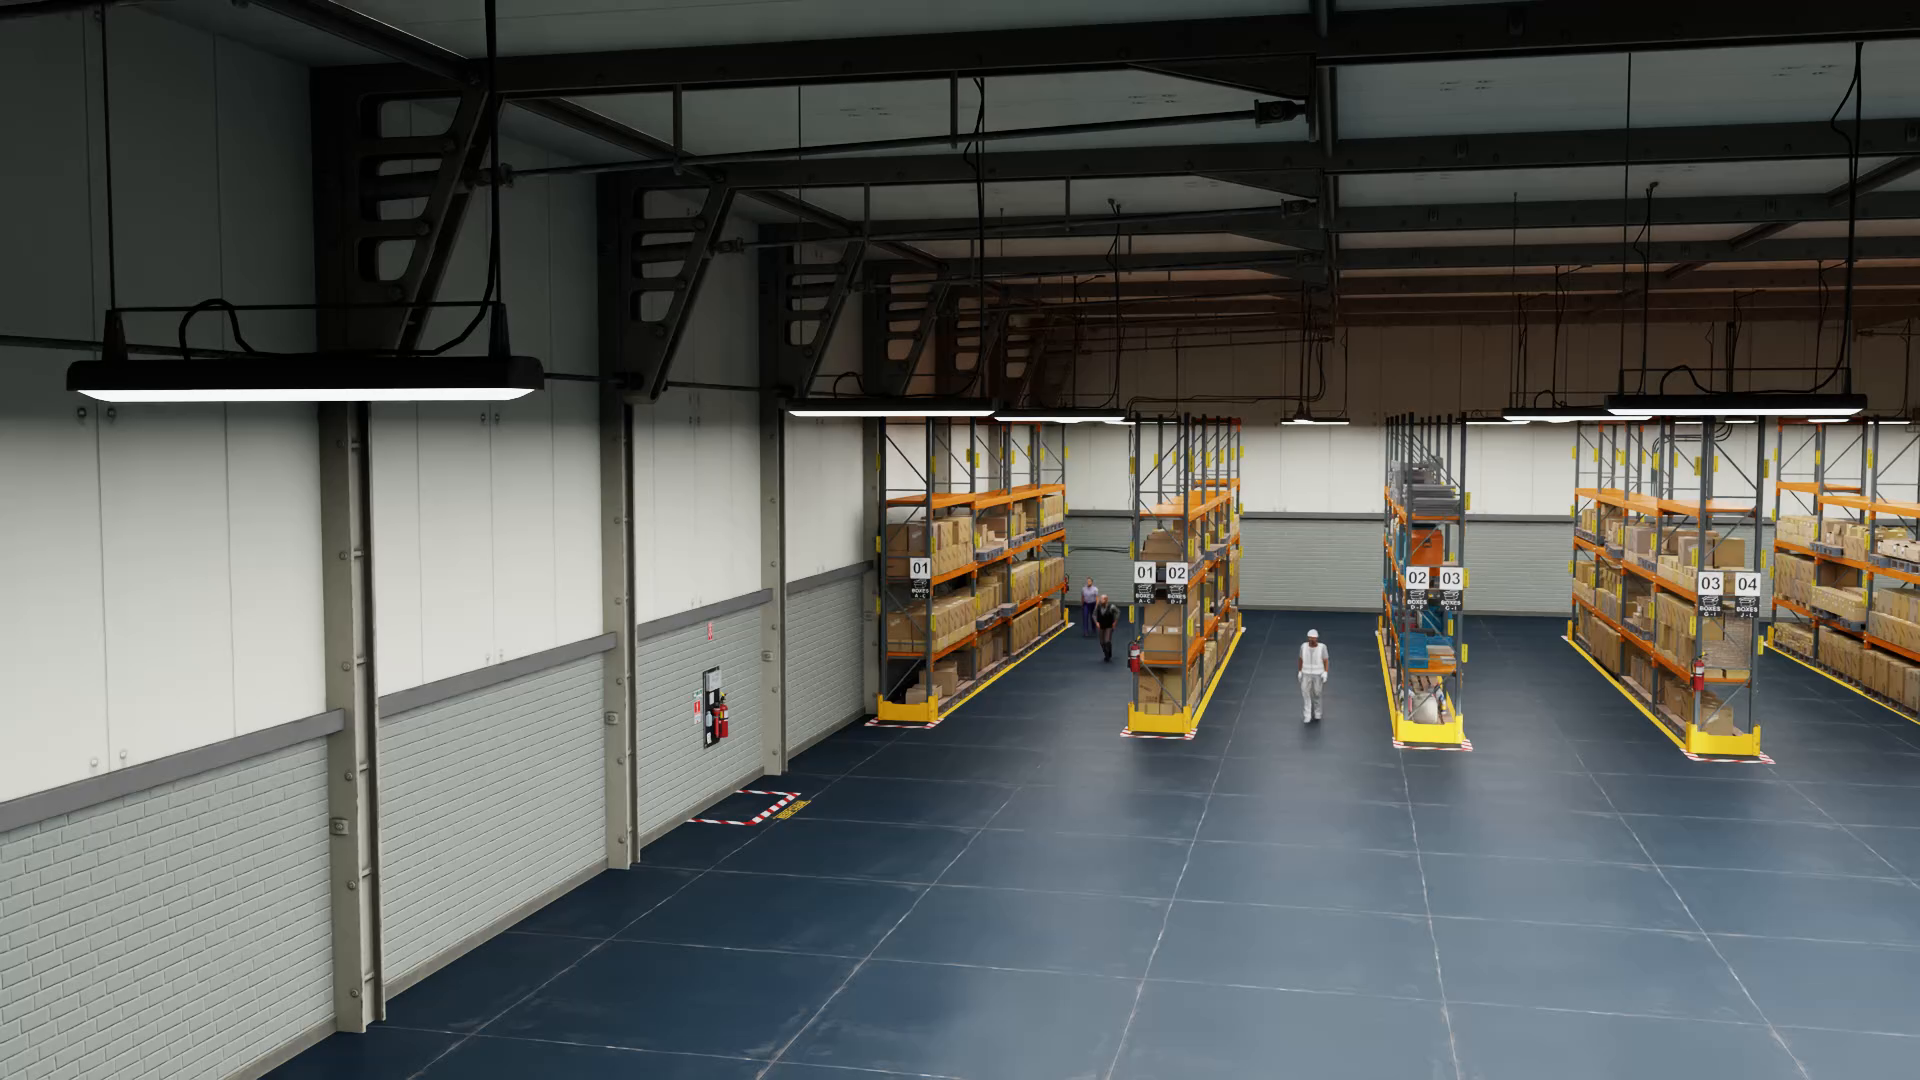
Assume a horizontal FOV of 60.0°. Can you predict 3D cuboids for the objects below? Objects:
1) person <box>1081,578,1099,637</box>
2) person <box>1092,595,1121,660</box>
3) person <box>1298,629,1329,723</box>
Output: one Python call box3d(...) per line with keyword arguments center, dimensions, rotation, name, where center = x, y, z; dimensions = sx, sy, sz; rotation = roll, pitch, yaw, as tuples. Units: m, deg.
box3d(center=(3.564, 1.871, 45.672), dimensions=(0.498, 1.493, 1.034), rotation=(1, 4, 10), name="person")
box3d(center=(3.601, 2.145, 40.835), dimensions=(0.693, 1.635, 0.722), rotation=(1, 4, 21), name="person")
box3d(center=(6.891, 2.658, 32.456), dimensions=(0.610, 1.838, 0.532), rotation=(2, 4, 23), name="person")
